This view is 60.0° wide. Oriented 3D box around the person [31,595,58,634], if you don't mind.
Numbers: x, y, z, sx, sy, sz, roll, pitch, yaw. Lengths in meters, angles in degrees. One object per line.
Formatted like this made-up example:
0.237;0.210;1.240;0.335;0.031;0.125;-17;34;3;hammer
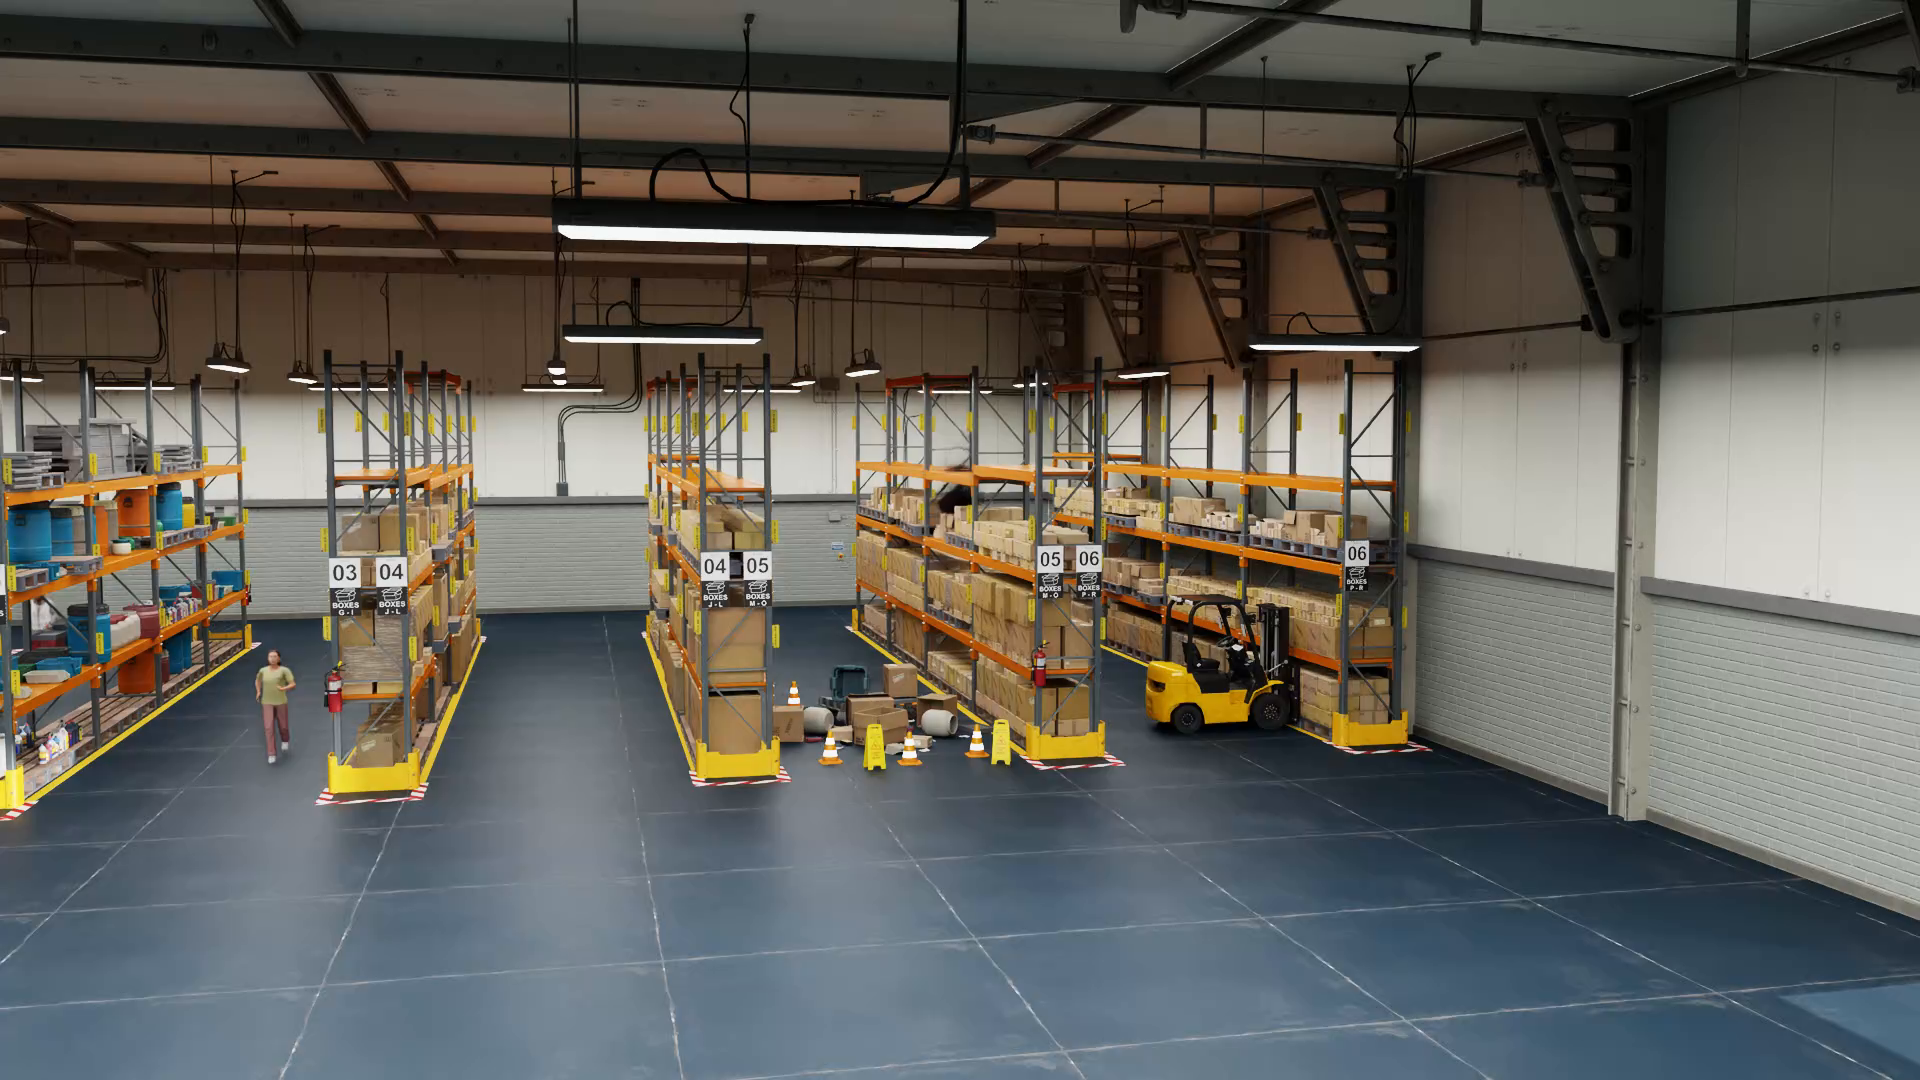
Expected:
-18.707;1.798;33.824;0.647;1.728;0.618;-2;4;-21;person

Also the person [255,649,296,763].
-10.204;2.443;24.775;0.586;1.645;0.914;-1;4;-15;person
